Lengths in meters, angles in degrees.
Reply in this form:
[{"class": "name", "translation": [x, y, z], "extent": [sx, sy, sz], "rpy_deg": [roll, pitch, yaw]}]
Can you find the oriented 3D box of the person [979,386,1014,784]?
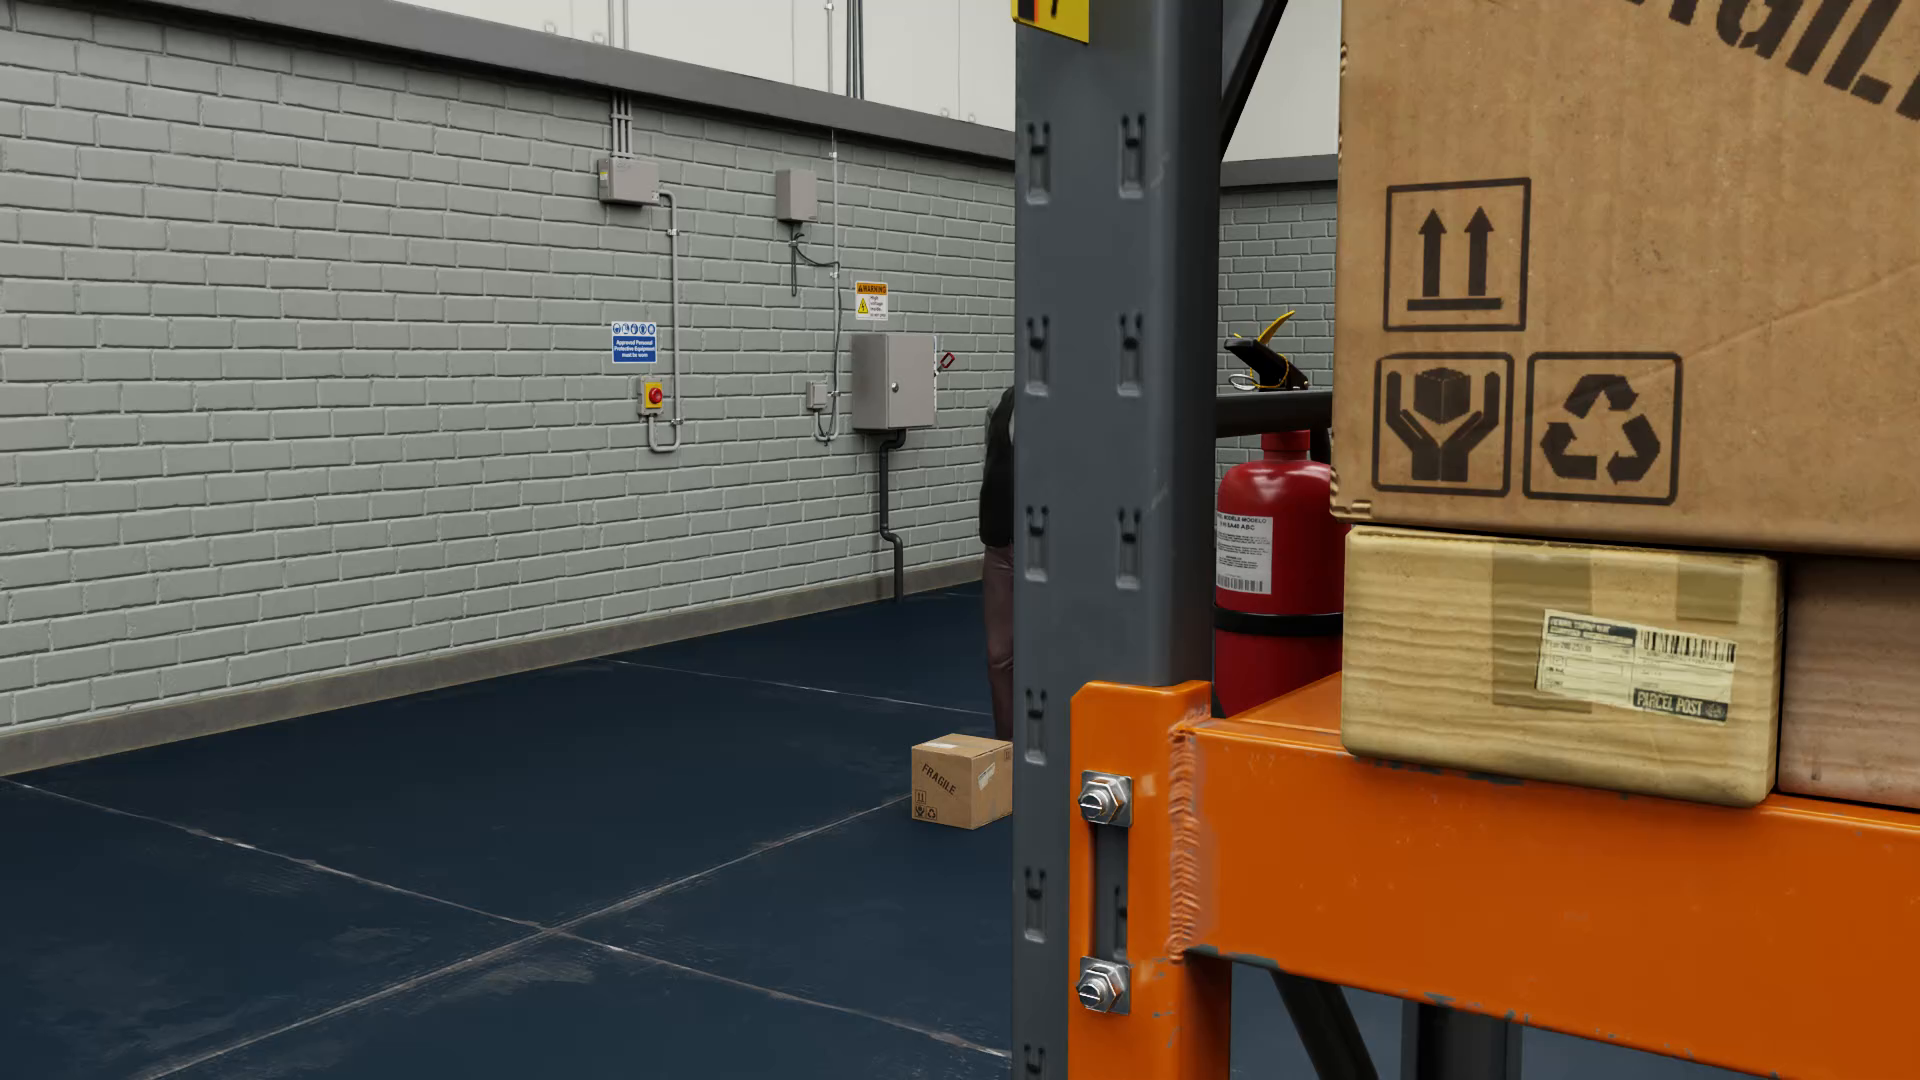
[{"class": "person", "translation": [0.295, 0.053, 5.965], "extent": [0.533, 1.718, 0.358], "rpy_deg": [4, 8, 35]}]
